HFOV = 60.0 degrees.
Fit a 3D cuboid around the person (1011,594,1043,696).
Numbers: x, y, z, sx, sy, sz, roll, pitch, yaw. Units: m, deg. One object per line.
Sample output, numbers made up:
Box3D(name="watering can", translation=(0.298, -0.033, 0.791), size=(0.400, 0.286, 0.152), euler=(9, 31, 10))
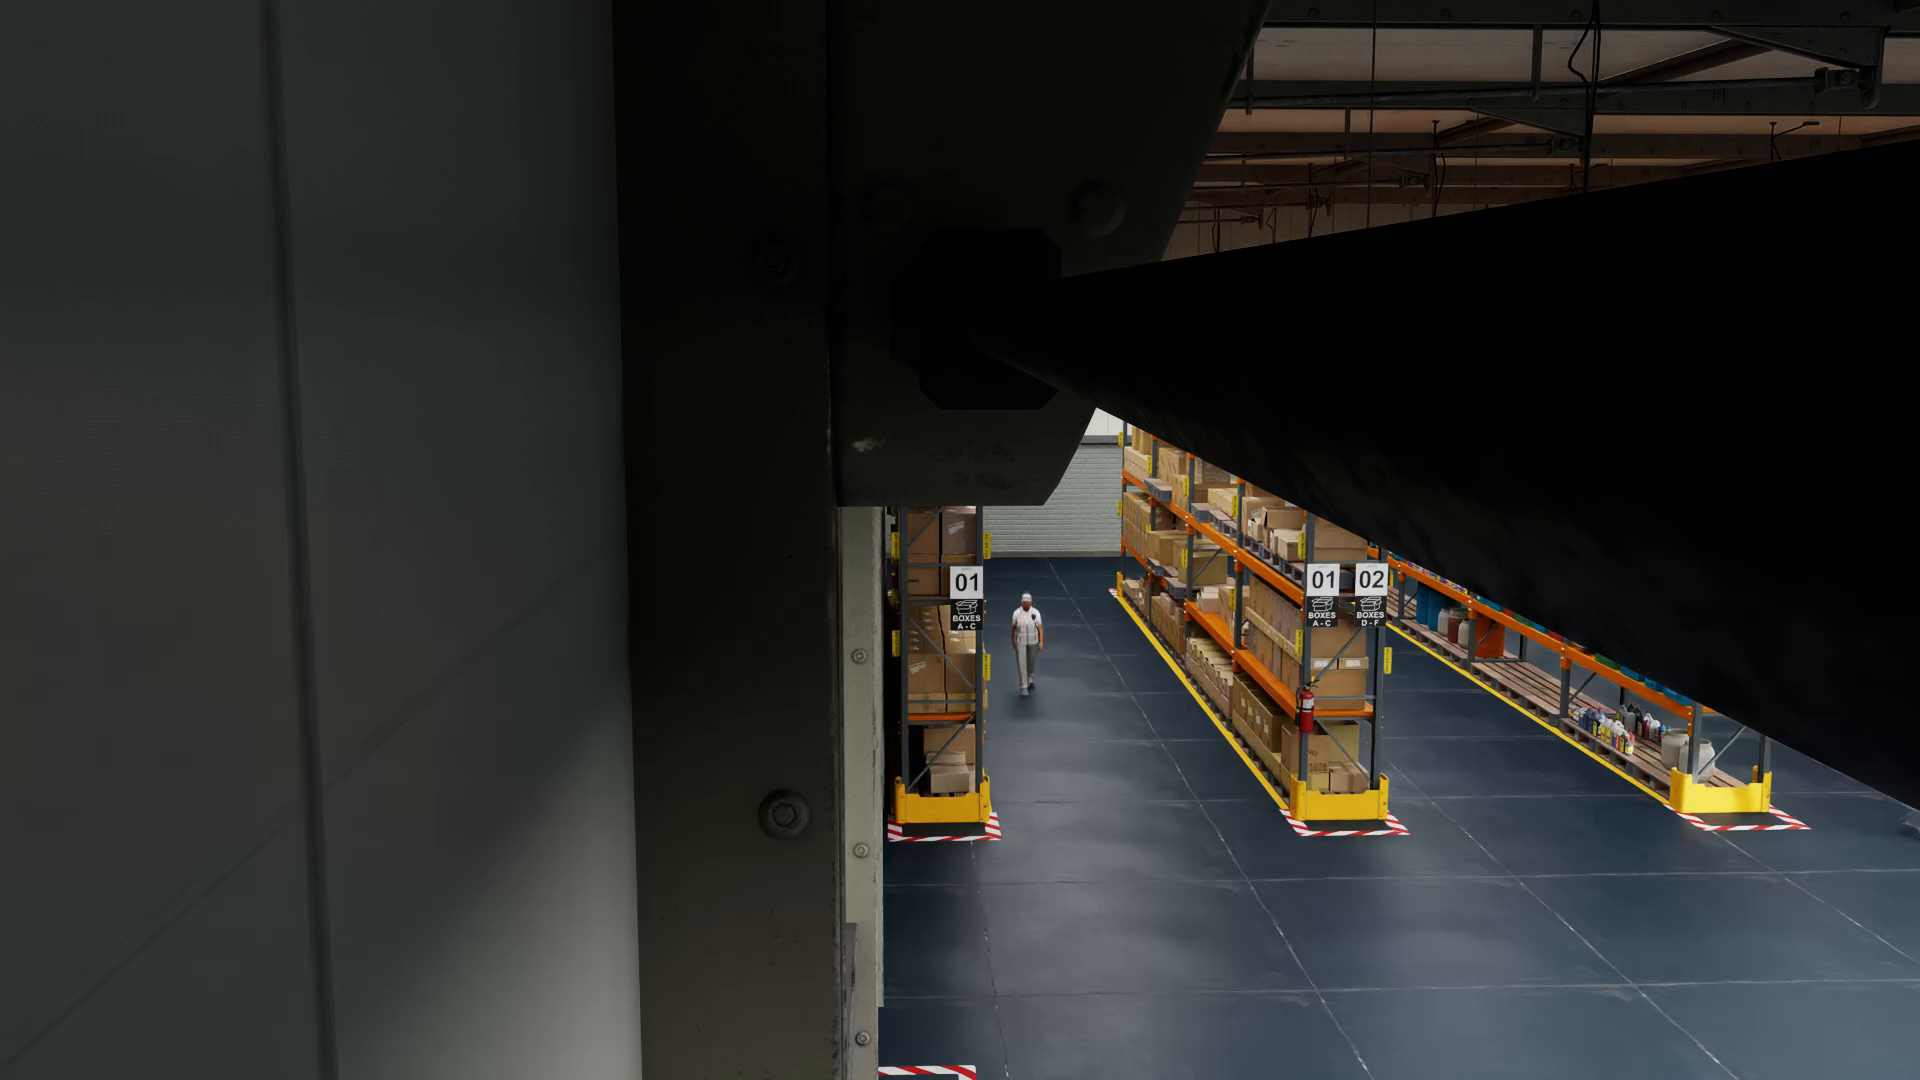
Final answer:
Box3D(name="person", translation=(1.108, 1.683, 27.373), size=(0.506, 1.604, 1.034), euler=(-1, 8, -5))
